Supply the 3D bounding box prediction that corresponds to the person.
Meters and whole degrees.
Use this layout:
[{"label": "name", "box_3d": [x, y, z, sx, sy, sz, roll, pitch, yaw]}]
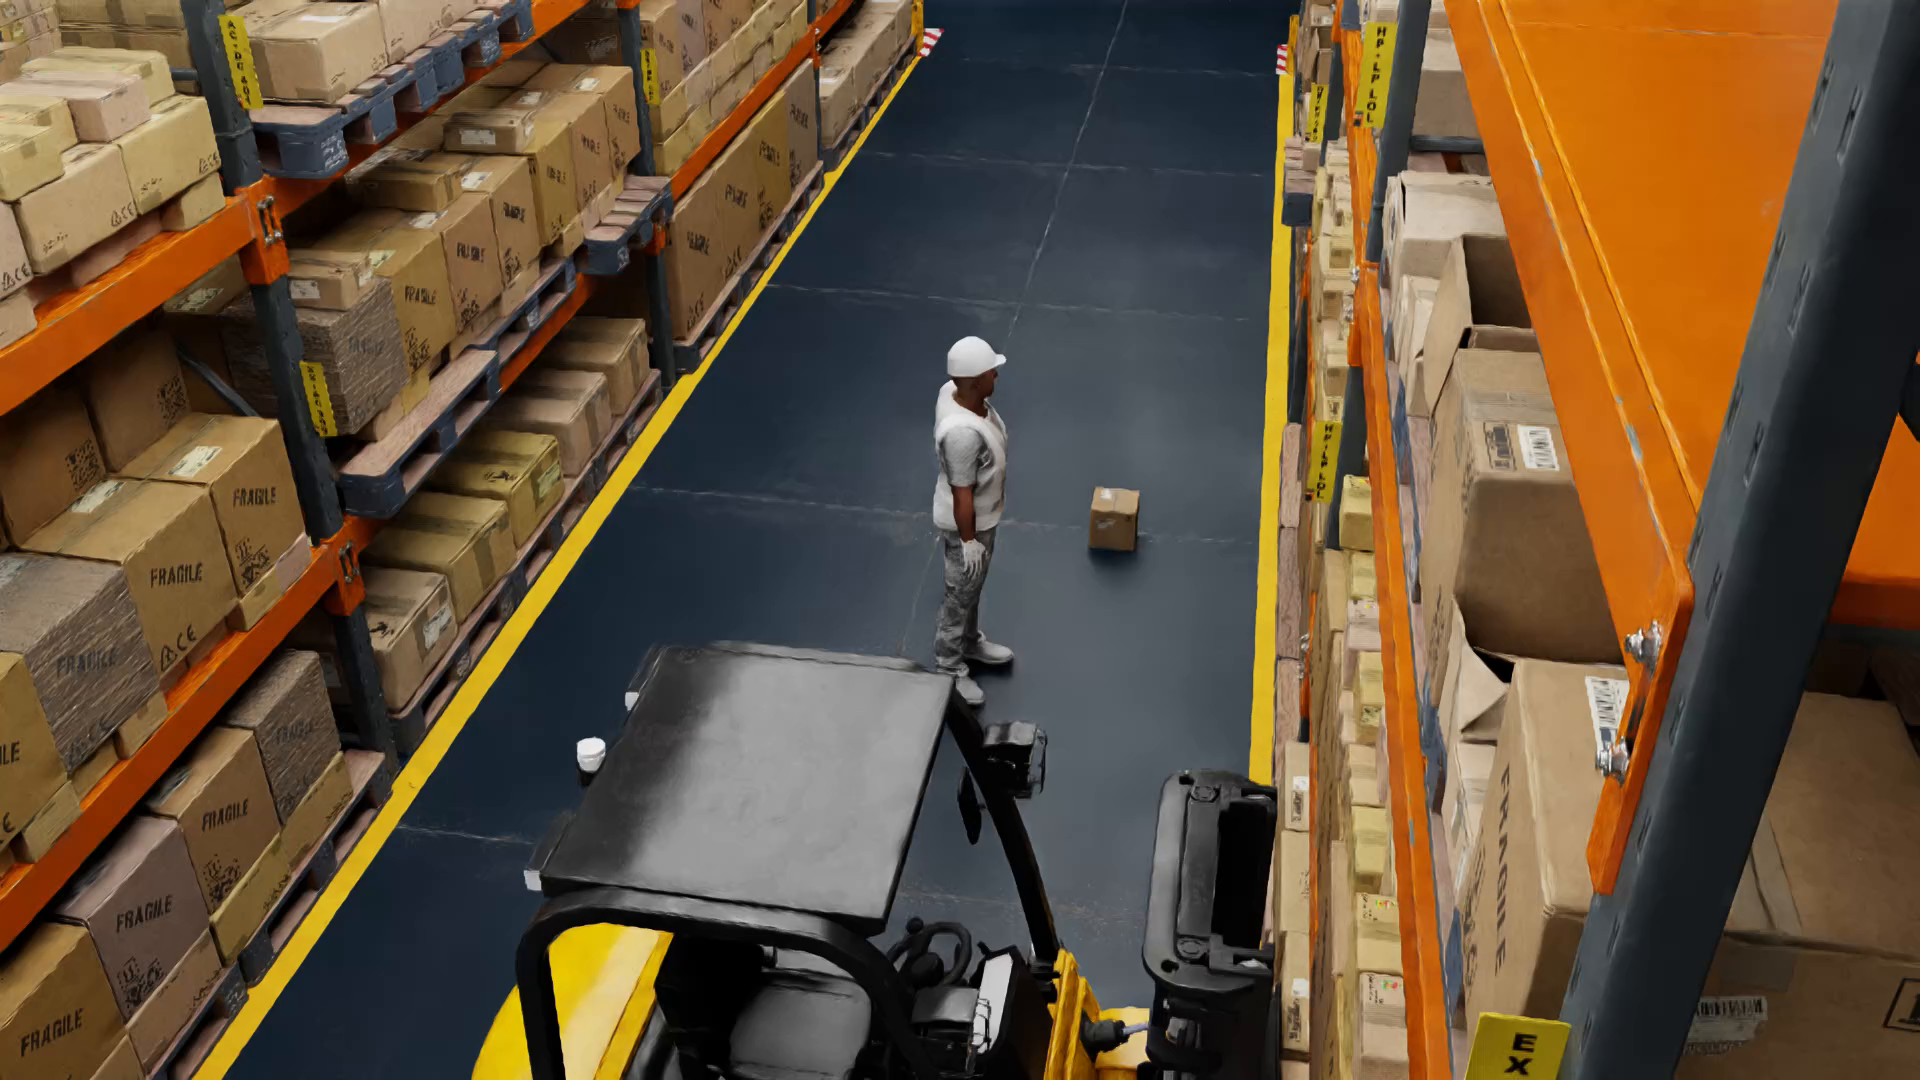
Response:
[{"label": "person", "box_3d": [0.065, -0.120, 7.752, 0.391, 1.791, 0.632, 3, 32, 5]}]
